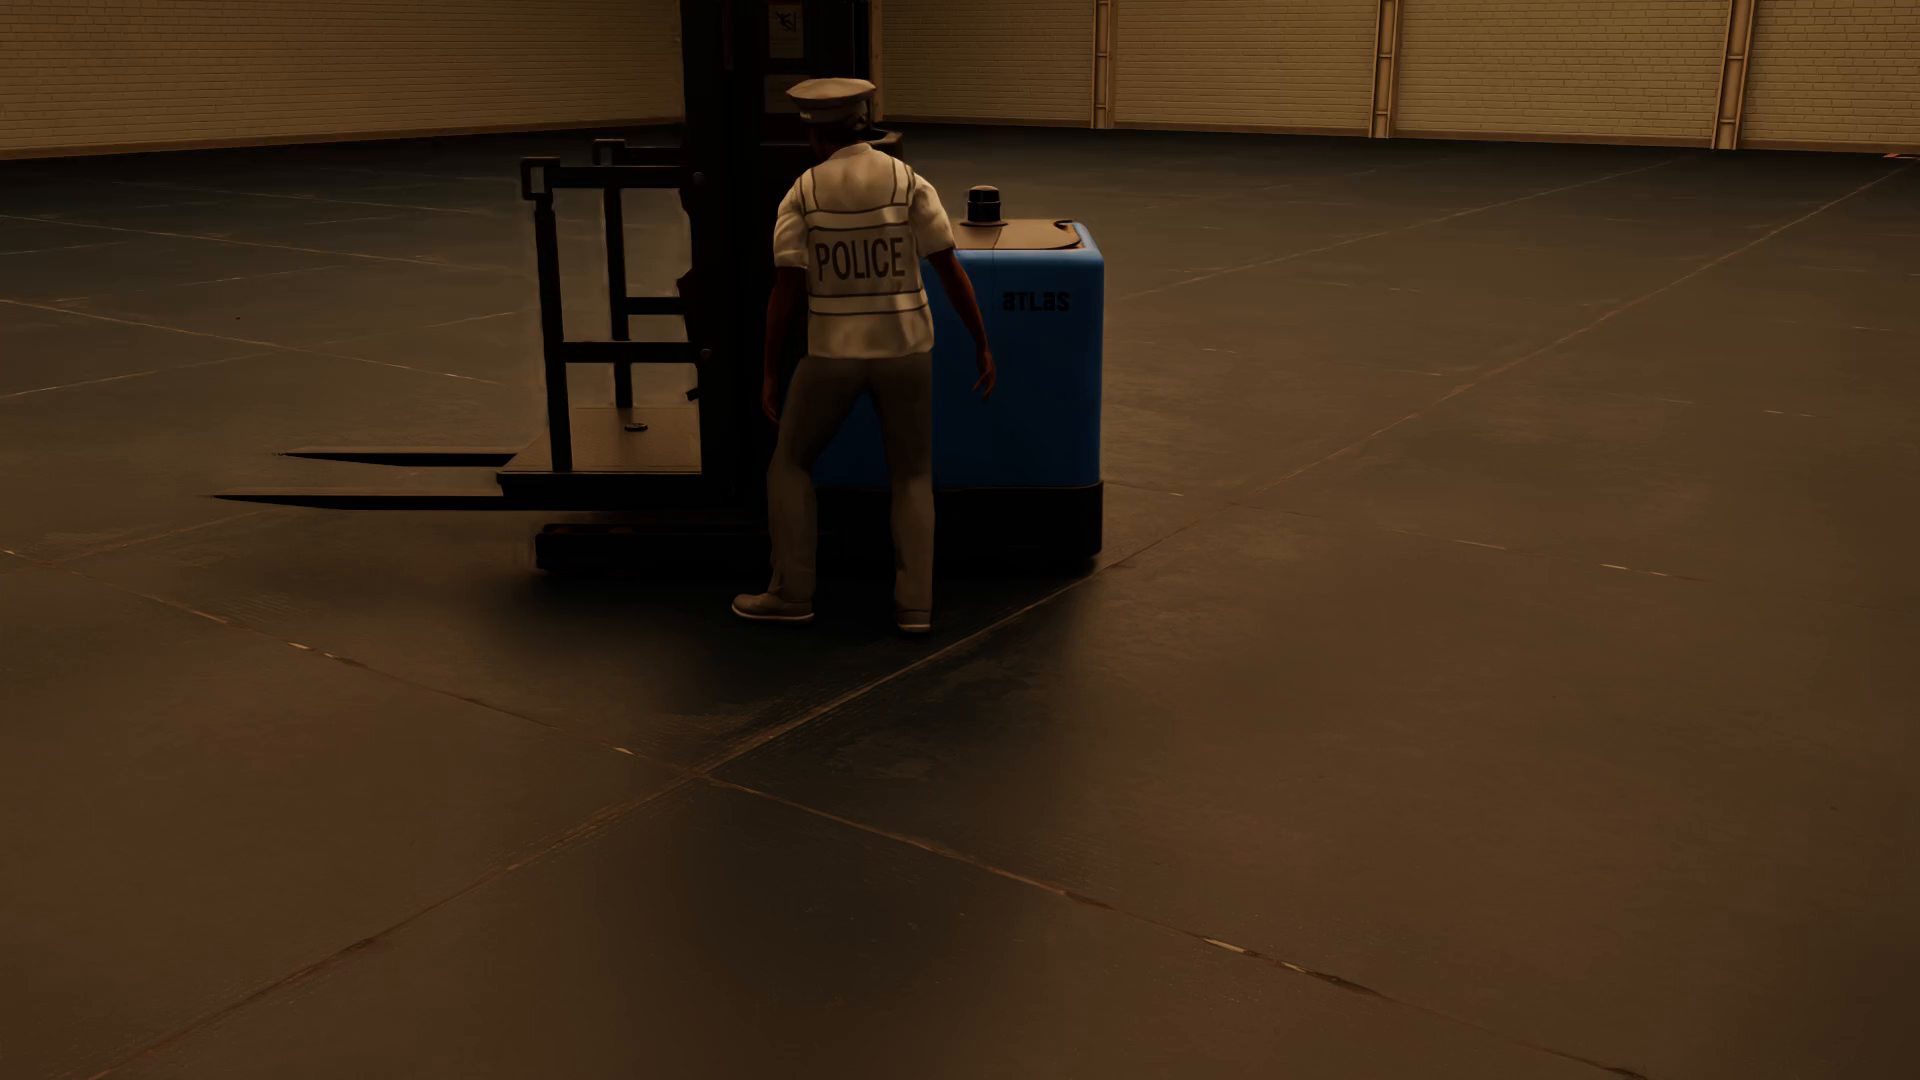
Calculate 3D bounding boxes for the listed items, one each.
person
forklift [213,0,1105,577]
[{"bbox_3d":[-0.300,-0.517,4.917,0.810,1.635,0.431,-1,17,-4],"label":"person"},{"bbox_3d":[-1.034,-1.431,5.619,3.031,2.935,1.130,0,17,1],"label":"forklift"}]
